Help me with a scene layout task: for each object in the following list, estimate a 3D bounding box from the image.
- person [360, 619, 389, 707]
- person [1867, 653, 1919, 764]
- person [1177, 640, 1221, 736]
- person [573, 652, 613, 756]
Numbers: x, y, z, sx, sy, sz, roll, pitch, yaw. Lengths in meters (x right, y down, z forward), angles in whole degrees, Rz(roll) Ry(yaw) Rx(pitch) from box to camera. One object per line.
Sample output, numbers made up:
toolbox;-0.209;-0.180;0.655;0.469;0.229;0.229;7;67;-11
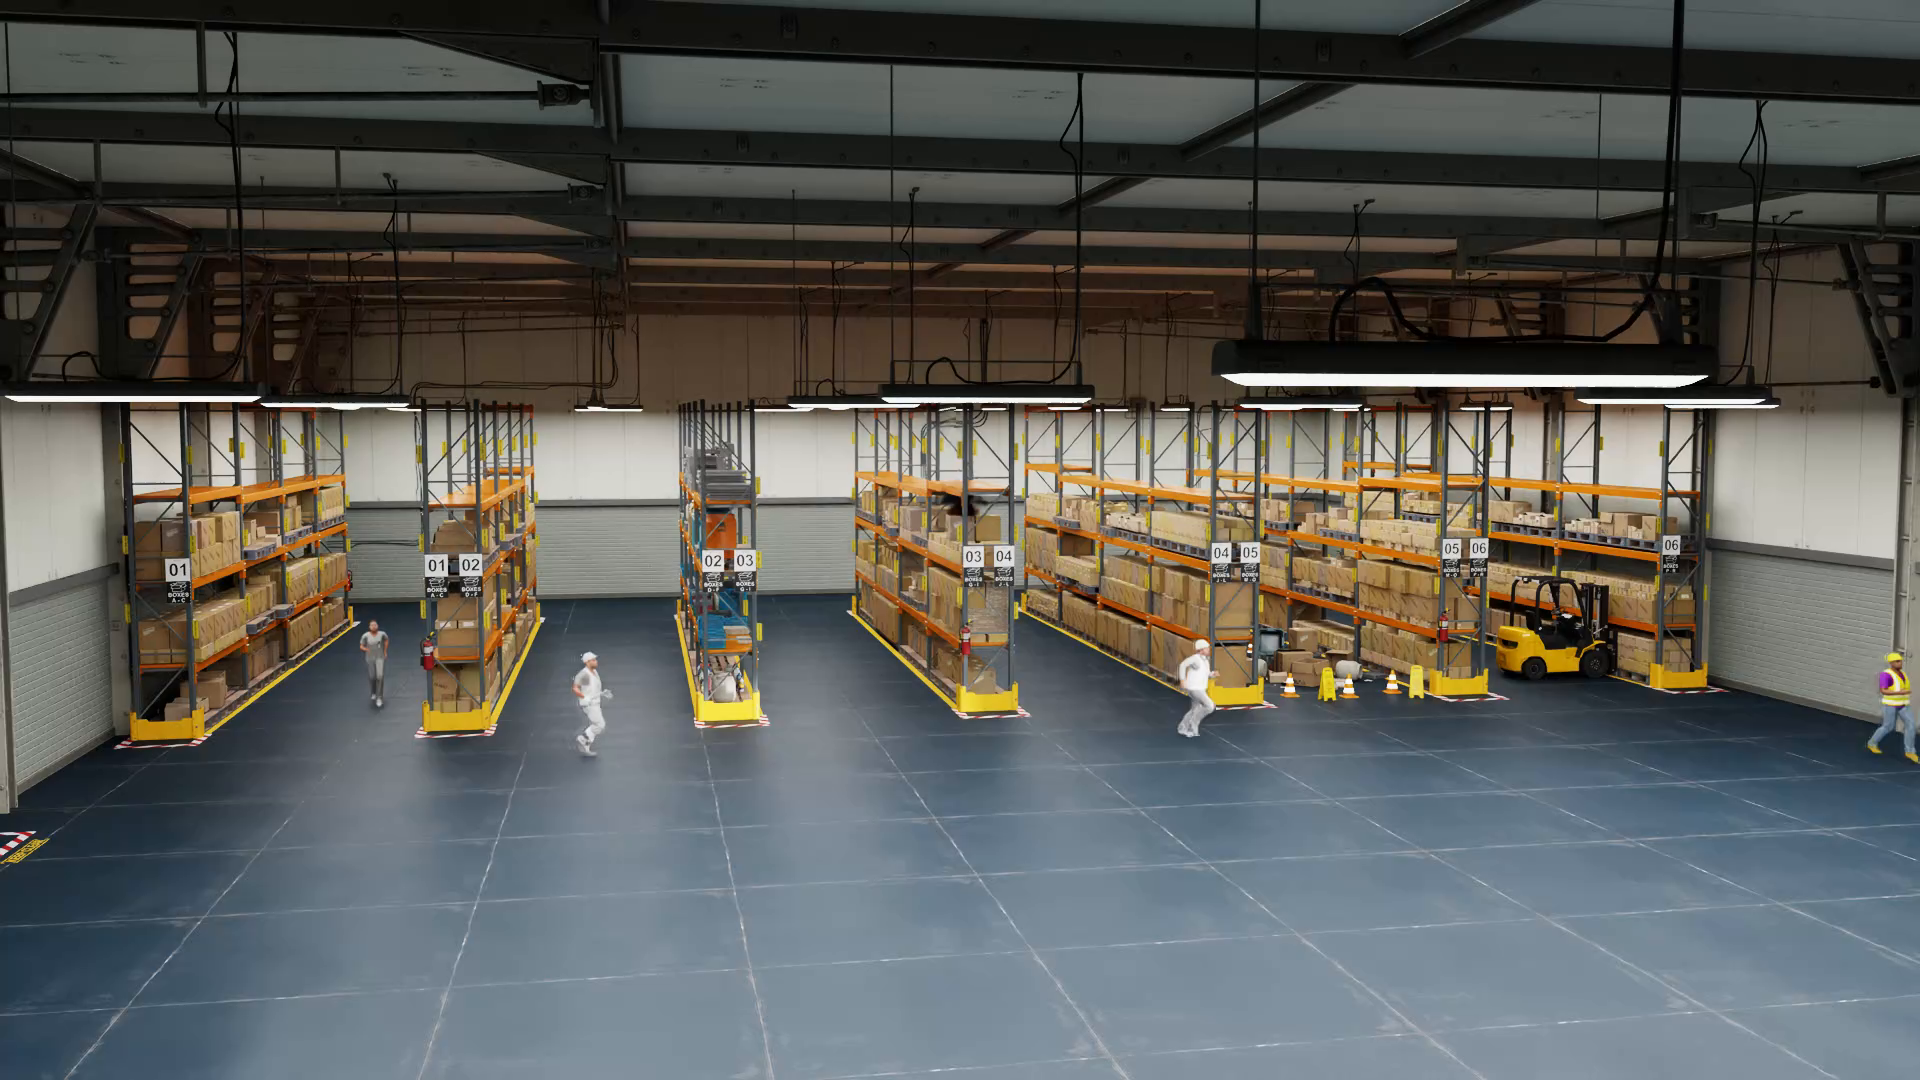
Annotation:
person;-11.584;2.399;32.901;0.518;1.696;0.887;-1;4;-14
person;15.557;2.760;27.606;0.704;1.779;0.899;-2;5;-19
person;4.220;2.620;29.404;0.766;1.723;0.690;2;5;29
person;-6.130;2.744;27.795;0.570;1.739;0.634;1;4;8
